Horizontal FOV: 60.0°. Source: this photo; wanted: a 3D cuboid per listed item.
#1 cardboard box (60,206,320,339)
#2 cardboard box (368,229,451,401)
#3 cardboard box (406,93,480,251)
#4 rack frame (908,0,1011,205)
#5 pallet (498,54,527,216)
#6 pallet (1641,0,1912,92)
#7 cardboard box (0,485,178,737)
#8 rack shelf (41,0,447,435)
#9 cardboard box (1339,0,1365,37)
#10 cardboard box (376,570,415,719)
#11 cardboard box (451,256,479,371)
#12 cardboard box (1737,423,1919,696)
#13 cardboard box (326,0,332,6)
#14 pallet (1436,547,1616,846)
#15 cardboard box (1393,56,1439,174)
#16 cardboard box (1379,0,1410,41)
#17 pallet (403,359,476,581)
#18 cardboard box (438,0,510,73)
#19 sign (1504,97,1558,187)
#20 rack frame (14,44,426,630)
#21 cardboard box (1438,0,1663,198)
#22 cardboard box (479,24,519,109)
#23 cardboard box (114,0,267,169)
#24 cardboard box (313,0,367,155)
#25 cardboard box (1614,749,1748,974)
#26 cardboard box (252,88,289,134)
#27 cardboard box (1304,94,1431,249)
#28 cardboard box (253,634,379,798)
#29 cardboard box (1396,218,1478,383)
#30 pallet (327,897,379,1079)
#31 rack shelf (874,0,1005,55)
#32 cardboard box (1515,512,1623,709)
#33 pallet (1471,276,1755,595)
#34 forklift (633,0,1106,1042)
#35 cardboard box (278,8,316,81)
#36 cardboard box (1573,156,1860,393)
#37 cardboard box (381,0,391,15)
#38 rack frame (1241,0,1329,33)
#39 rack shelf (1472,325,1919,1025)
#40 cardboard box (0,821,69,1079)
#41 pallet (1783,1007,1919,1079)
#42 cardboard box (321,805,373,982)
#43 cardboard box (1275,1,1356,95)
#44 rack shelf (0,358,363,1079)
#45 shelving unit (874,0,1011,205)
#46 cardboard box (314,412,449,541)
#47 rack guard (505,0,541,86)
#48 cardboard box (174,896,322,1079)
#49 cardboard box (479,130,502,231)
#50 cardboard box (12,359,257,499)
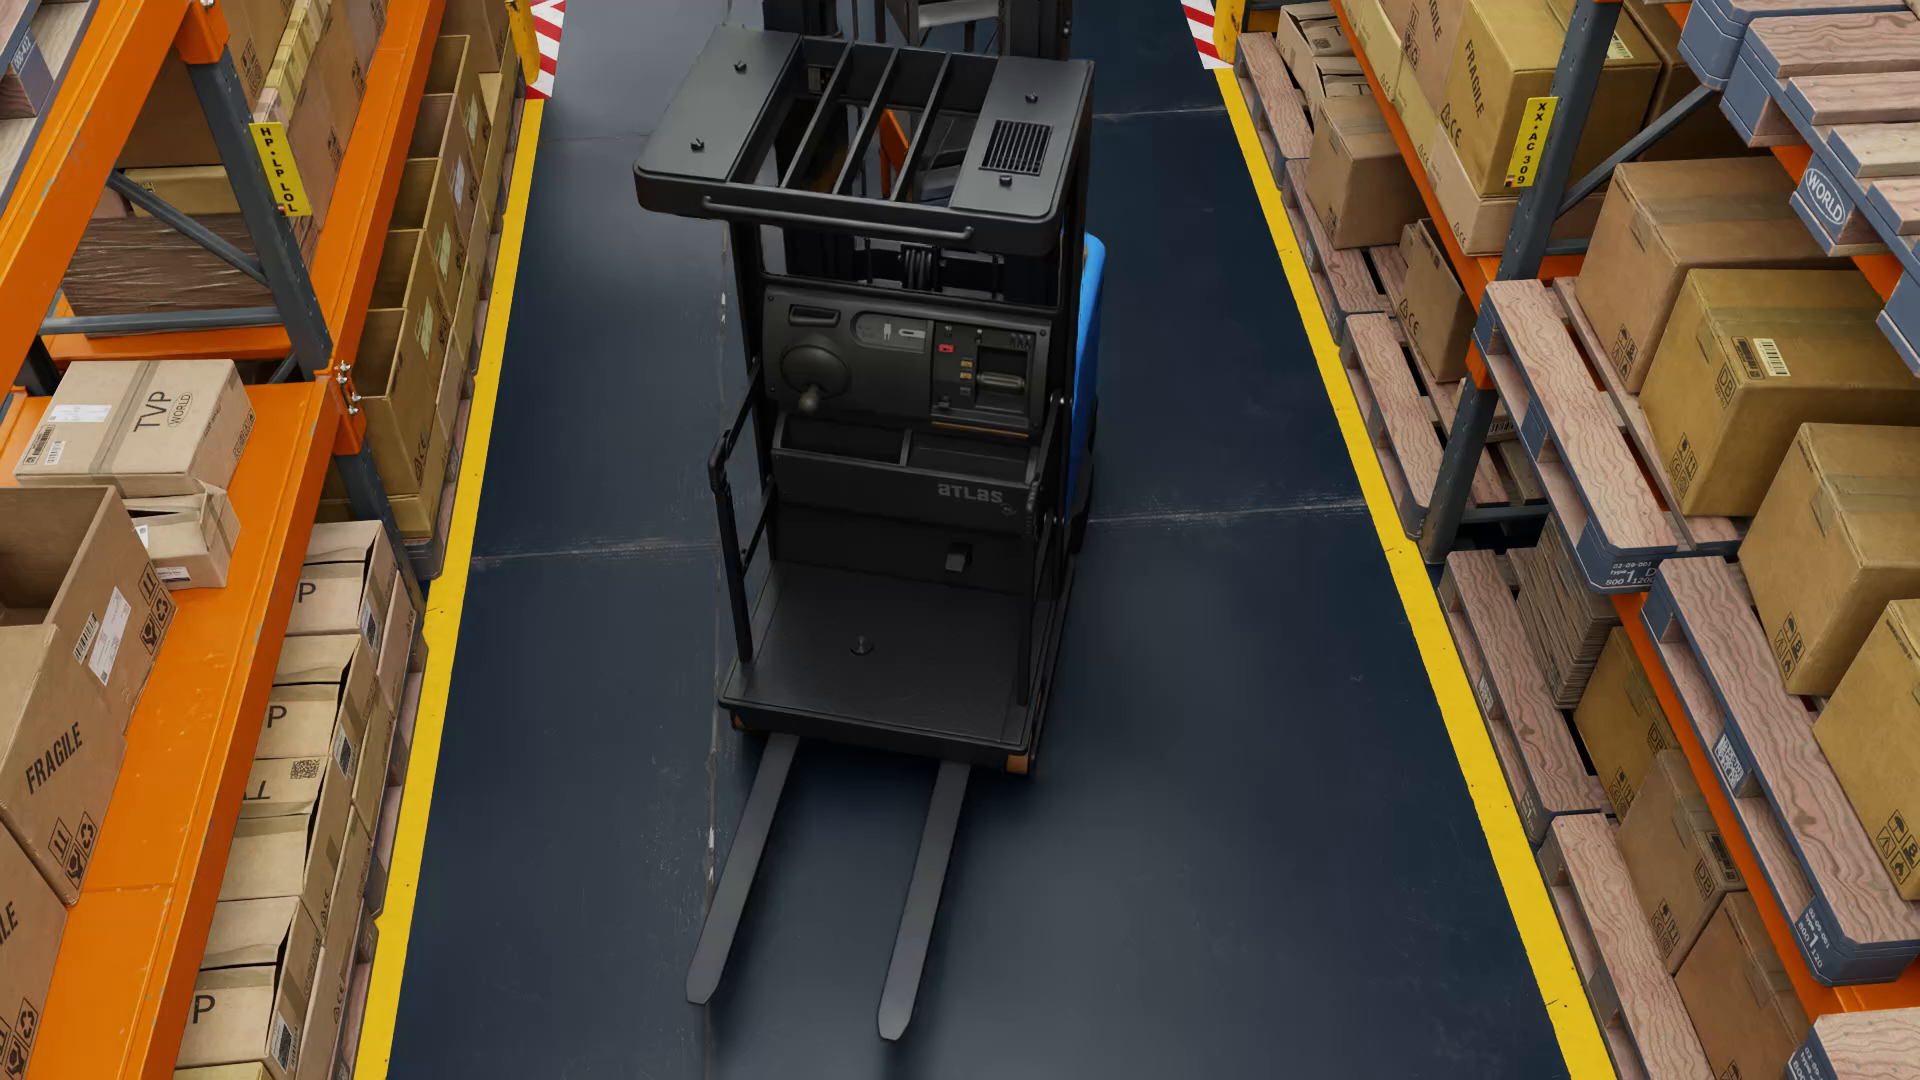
[{"bbox_3d":[-2.624,-1.053,5.613,0.700,0.500,0.500,-5,47,-4],"label":"cardboard box"},{"bbox_3d":[-2.357,-0.871,6.597,0.500,0.500,0.500,-3,47,-3],"label":"cardboard box"},{"bbox_3d":[-2.435,-1.595,7.283,0.500,0.500,0.500,-3,47,-3],"label":"cardboard box"},{"bbox_3d":[0.009,-1.369,6.600,0.400,2.100,0.015,-13,48,-12],"label":"rack frame"},{"bbox_3d":[-2.810,-2.083,8.577,1.003,0.211,1.213,-3,47,-3],"label":"pallet"},{"bbox_3d":[2.301,-1.516,4.183,1.213,0.211,1.003,-3,47,-3],"label":"pallet"},{"bbox_3d":[-2.488,0.205,4.421,0.500,0.500,0.500,0,47,0],"label":"cardboard box"},{"bbox_3d":[-2.748,-1.898,6.977,1.077,0.370,4.000,-3,47,-3],"label":"rack shelf"},{"bbox_3d":[1.879,-2.370,7.018,0.500,0.250,0.500,-3,47,-3],"label":"cardboard box"},{"bbox_3d":[-2.257,0.385,5.924,0.500,0.250,0.500,-4,47,-4],"label":"cardboard box"},{"bbox_3d":[-2.391,-0.975,7.212,0.500,0.250,0.500,-3,47,-3],"label":"cardboard box"},{"bbox_3d":[2.490,0.062,4.254,0.700,0.500,0.500,2,47,2],"label":"cardboard box"},{"bbox_3d":[-2.522,-2.094,6.152,0.380,0.149,0.250,-5,47,-4],"label":"cardboard box"},{"bbox_3d":[2.422,0.520,6.112,1.003,0.211,1.213,-3,47,-3],"label":"pallet"},{"bbox_3d":[1.980,-1.643,6.329,0.500,0.250,0.500,-3,47,-3],"label":"cardboard box"},{"bbox_3d":[1.929,-2.264,6.402,0.500,0.500,0.500,-5,47,-4],"label":"cardboard box"},{"bbox_3d":[-2.605,-0.317,6.905,1.003,0.211,1.213,-3,47,-3],"label":"pallet"},{"bbox_3d":[-2.574,-2.679,8.310,0.500,0.500,0.500,-3,47,-3],"label":"cardboard box"},{"bbox_3d":[1.815,-1.261,5.282,0.100,0.325,0.005,-3,47,-3],"label":"sign"},{"bbox_3d":[-2.581,-0.698,5.345,1.000,3.000,0.127,-3,47,-3],"label":"rack frame"},{"bbox_3d":[2.008,-1.539,5.714,0.500,0.500,0.500,-4,47,-3],"label":"cardboard box"},{"bbox_3d":[-2.576,-2.421,8.582,0.500,0.250,0.500,-3,47,-3],"label":"cardboard box"},{"bbox_3d":[-2.624,-1.499,5.142,0.700,0.500,0.500,-3,47,-3],"label":"cardboard box"},{"bbox_3d":[-2.713,-1.798,6.318,0.700,0.500,0.500,-3,47,-3],"label":"cardboard box"},{"bbox_3d":[2.529,0.980,5.174,0.700,0.500,0.500,-3,47,-3],"label":"cardboard box"},{"bbox_3d":[-2.431,-1.344,5.441,0.380,0.149,0.250,-3,47,-3],"label":"cardboard box"},{"bbox_3d":[2.048,-1.736,7.746,0.700,0.500,0.500,-6,47,-6],"label":"cardboard box"},{"bbox_3d":[-2.211,0.562,5.371,0.500,0.311,0.500,-2,47,-2],"label":"cardboard box"},{"bbox_3d":[2.229,-1.042,7.090,0.500,0.500,0.500,-7,47,-6],"label":"cardboard box"},{"bbox_3d":[-2.375,1.676,5.017,1.003,0.211,1.213,-3,47,-3],"label":"pallet"},{"bbox_3d":[-0.065,-2.010,6.261,0.431,0.518,0.480,-13,48,-12],"label":"rack shelf"},{"bbox_3d":[2.434,0.238,5.878,0.700,0.500,0.500,-2,47,-2],"label":"cardboard box"},{"bbox_3d":[2.274,-0.374,5.171,1.003,0.211,1.213,-3,47,-3],"label":"pallet"},{"bbox_3d":[-0.217,-0.469,5.176,1.130,2.935,3.031,8,47,8],"label":"forklift"},{"bbox_3d":[-2.478,-1.720,5.797,0.380,0.149,0.250,-4,47,-4],"label":"cardboard box"},{"bbox_3d":[2.364,-0.818,5.086,0.700,0.500,0.500,-3,47,-3],"label":"cardboard box"},{"bbox_3d":[-2.805,-2.549,7.029,0.700,0.500,0.500,-3,47,-3],"label":"cardboard box"},{"bbox_3d":[2.021,-3.896,8.374,1.000,3.000,0.127,-3,47,-3],"label":"rack frame"},{"bbox_3d":[2.523,0.692,4.524,1.077,0.370,4.000,-3,47,-3],"label":"rack shelf"},{"bbox_3d":[-2.402,0.948,3.717,0.500,0.500,0.500,-6,47,-5],"label":"cardboard box"},{"bbox_3d":[2.524,1.449,3.444,1.213,0.211,1.003,-3,47,-3],"label":"pallet"},{"bbox_3d":[-2.173,1.121,5.227,0.500,0.250,0.500,-3,47,-2],"label":"cardboard box"},{"bbox_3d":[1.989,-2.617,8.711,0.500,0.311,0.500,-8,47,-8],"label":"cardboard box"},{"bbox_3d":[-2.413,0.996,4.236,1.077,0.370,4.000,-3,47,-3],"label":"rack shelf"},{"bbox_3d":[-0.064,-1.538,6.760,0.431,2.100,0.503,-13,48,-12],"label":"shelving unit"},{"bbox_3d":[-2.317,-0.251,6.527,0.500,0.250,0.500,-3,47,-3],"label":"cardboard box"},{"bbox_3d":[-2.917,-2.750,9.010,1.175,0.500,0.348,-3,47,-3],"label":"rack guard"},{"bbox_3d":[-2.133,1.287,4.684,0.500,0.311,0.500,-4,47,-4],"label":"cardboard box"},{"bbox_3d":[-2.479,-1.699,7.897,0.500,0.250,0.500,-3,47,-3],"label":"cardboard box"},{"bbox_3d":[-2.496,-0.293,5.065,0.500,0.250,0.500,-1,47,-1],"label":"cardboard box"}]
